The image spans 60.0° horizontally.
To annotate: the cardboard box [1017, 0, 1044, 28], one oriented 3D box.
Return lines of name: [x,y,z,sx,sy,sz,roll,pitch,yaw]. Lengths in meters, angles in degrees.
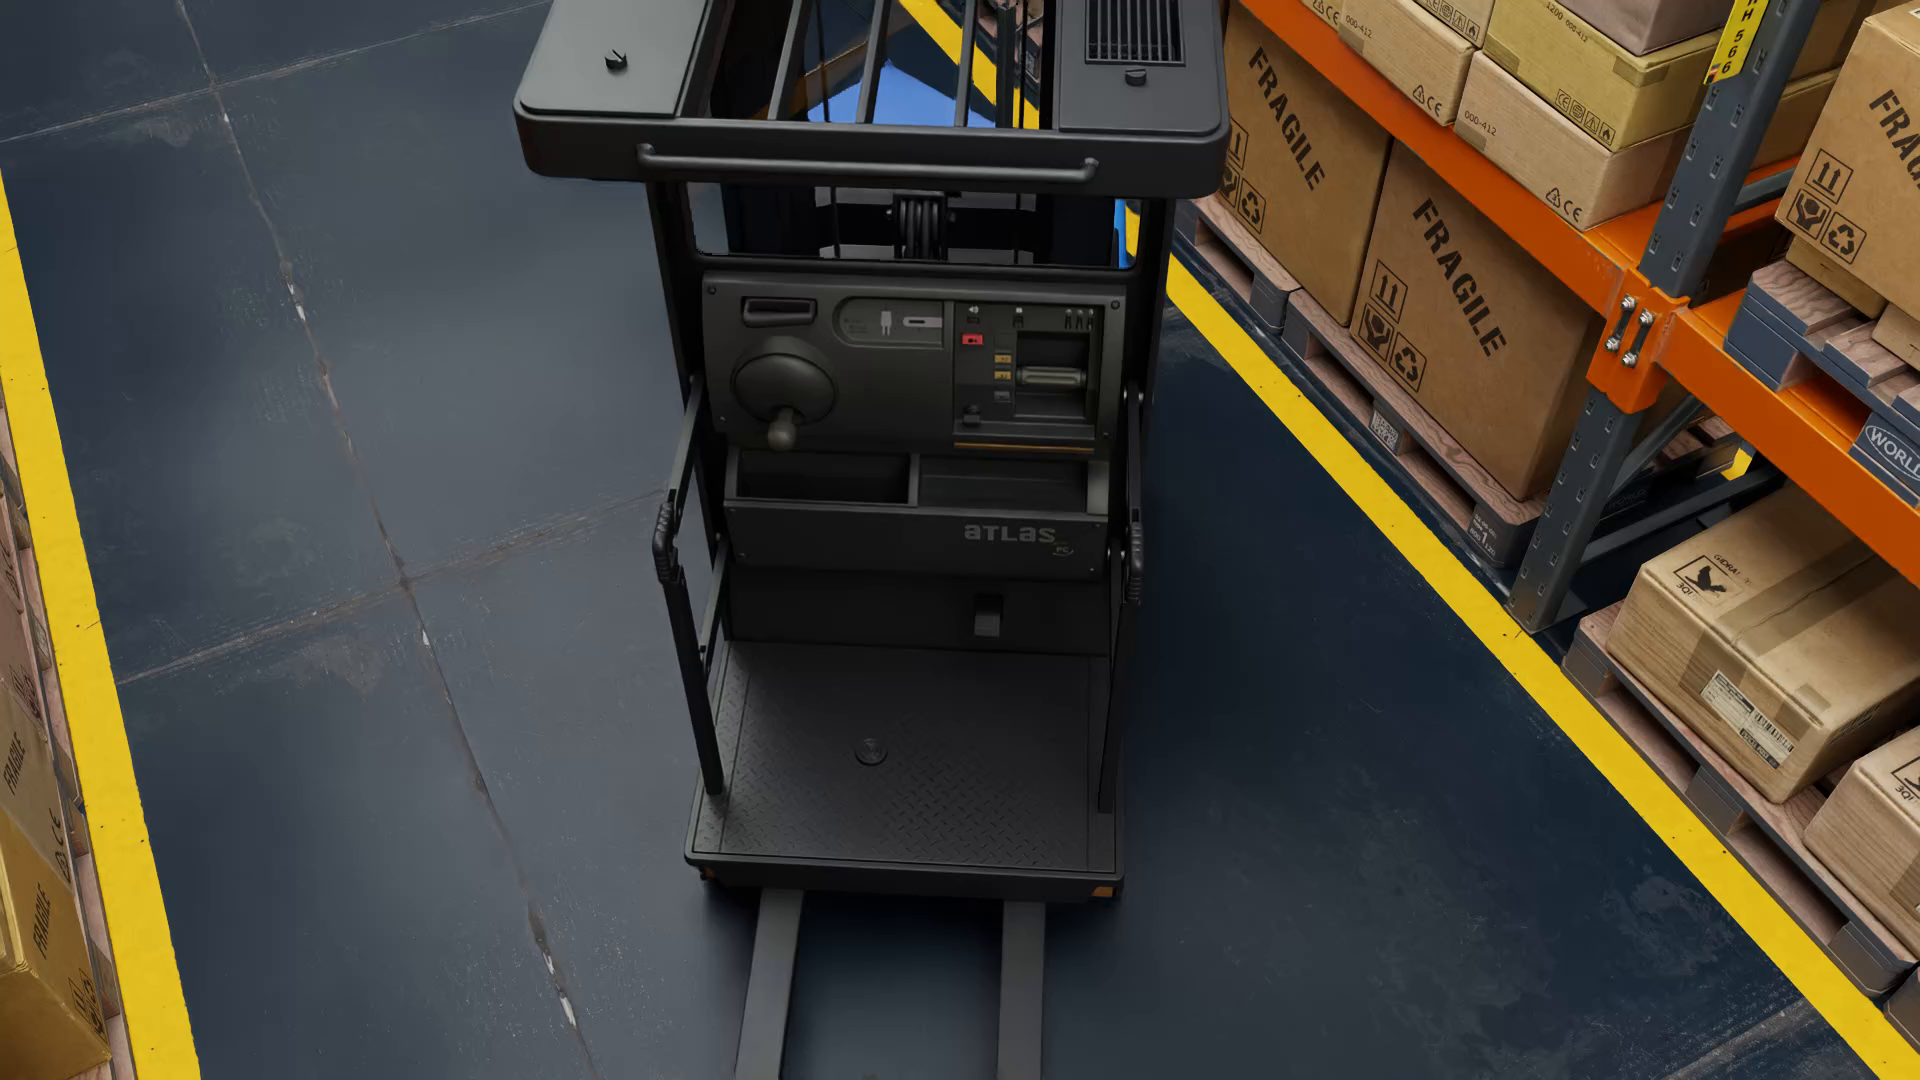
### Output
cardboard box: [0.651,-2.638,6.697,0.875,0.875,0.875,-20,52,-16]

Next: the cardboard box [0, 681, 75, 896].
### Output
cardboard box: [-2.559,0.652,4.069,0.500,0.500,0.500,-21,52,-17]

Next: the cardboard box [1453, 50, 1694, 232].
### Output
cardboard box: [1.664,-1.109,4.327,0.500,0.250,0.500,-23,53,-19]

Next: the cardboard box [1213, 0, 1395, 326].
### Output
cardboard box: [1.480,-1.437,5.647,0.875,0.875,0.875,-21,52,-17]

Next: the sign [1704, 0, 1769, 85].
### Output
sign: [1.634,-1.097,3.447,0.100,0.325,0.005,-21,52,-18]

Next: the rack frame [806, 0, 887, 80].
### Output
rack frame: [-0.443,-1.626,5.676,0.032,1.500,0.500,36,58,27]

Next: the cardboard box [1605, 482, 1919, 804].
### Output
cardboard box: [2.376,0.199,4.550,0.950,0.372,0.625,-24,53,-20]

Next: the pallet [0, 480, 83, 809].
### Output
pallet: [-3.140,0.443,4.723,1.003,0.211,1.213,-21,52,-18]

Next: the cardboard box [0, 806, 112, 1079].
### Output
cardboard box: [-2.326,0.987,3.776,0.500,0.500,0.500,-23,53,-19]

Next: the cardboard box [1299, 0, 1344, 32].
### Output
cardboard box: [1.200,-1.788,4.921,0.500,0.250,0.500,-22,52,-18]

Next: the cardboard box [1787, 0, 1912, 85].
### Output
cardboard box: [2.114,-1.449,4.292,0.500,0.250,0.500,-22,52,-18]

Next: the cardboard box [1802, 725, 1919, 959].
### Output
cardboard box: [2.721,0.690,4.120,0.950,0.372,0.625,-22,52,-18]

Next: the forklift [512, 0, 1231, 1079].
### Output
forklift: [-0.115,-0.281,3.549,1.130,2.935,3.031,2,49,2]

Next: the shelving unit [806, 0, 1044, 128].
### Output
shelving unit: [-0.078,-1.359,5.443,1.048,1.500,0.538,36,58,27]

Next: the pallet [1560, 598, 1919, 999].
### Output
pallet: [2.482,0.532,4.644,1.003,0.211,1.213,-21,52,-18]

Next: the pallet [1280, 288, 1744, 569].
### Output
pallet: [1.832,-0.545,5.586,1.003,0.211,1.213,-21,52,-18]

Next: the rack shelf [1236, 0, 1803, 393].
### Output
rack shelf: [1.211,-2.011,5.494,1.077,0.370,4.000,-21,52,-18]

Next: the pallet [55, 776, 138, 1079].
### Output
pallet: [-2.585,1.258,4.009,1.003,0.211,1.213,-21,52,-18]

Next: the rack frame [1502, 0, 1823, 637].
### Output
rack frame: [2.126,-0.909,4.052,1.000,3.000,0.127,-21,52,-18]

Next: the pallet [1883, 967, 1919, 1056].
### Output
pallet: [3.037,1.348,3.931,1.003,0.211,1.213,-21,52,-18]

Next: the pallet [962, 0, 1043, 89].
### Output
pallet: [0.716,-2.178,7.014,1.003,0.211,1.213,-21,52,-18]

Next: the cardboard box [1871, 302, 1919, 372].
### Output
cardboard box: [2.209,-0.482,3.567,0.380,0.149,0.250,-24,53,-20]

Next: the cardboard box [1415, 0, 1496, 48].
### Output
cardboard box: [1.441,-1.603,4.427,0.500,0.250,0.500,-22,53,-18]

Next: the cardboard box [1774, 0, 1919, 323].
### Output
cardboard box: [2.126,-0.797,3.412,0.500,0.500,0.500,-23,53,-19]

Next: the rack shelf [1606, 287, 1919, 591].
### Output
rack shelf: [3.041,0.666,3.152,1.077,0.370,4.000,-21,52,-18]

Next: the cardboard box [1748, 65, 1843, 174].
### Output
cardboard box: [2.126,-1.274,4.471,0.500,0.250,0.500,-22,52,-18]

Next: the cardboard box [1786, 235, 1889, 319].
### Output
cardboard box: [2.110,-0.683,3.743,0.380,0.149,0.250,-24,53,-20]

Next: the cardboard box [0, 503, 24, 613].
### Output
cardboard box: [-3.031,-0.032,4.667,0.500,0.500,0.500,-22,52,-18]

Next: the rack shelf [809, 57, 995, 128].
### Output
rack shelf: [-0.078,-1.241,5.578,1.000,0.185,0.538,36,58,27]

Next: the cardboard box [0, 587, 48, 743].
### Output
cardboard box: [-2.798,0.310,4.368,0.500,0.500,0.500,-22,53,-18]

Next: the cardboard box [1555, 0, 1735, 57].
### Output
cardboard box: [1.657,-1.527,3.862,0.500,0.500,0.500,-22,53,-18]

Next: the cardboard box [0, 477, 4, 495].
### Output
cardboard box: [-3.262,-0.377,4.969,0.500,0.500,0.500,-22,52,-18]

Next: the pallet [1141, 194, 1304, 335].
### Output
pallet: [1.278,-1.360,6.299,1.003,0.211,1.213,-21,52,-18]

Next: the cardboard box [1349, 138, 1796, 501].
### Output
cardboard box: [1.884,-0.839,5.123,0.875,0.875,0.875,-22,52,-18]

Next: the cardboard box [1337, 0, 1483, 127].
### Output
cardboard box: [1.416,-1.445,4.621,0.500,0.250,0.500,-20,52,-17]

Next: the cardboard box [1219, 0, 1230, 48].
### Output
cardboard box: [1.071,-2.036,6.170,0.875,0.875,0.875,-20,52,-16]

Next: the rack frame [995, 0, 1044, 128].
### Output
rack frame: [0.287,-1.093,5.209,0.032,1.500,0.500,36,58,27]

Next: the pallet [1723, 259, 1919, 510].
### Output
pallet: [2.547,-0.406,3.739,1.213,0.211,1.003,-21,52,-18]

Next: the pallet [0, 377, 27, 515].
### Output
pallet: [-3.702,-0.375,5.438,1.003,0.211,1.213,-21,52,-18]

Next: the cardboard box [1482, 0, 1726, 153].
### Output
cardboard box: [1.679,-1.261,4.128,0.500,0.250,0.500,-21,52,-18]

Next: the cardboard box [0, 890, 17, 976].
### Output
cardboard box: [-2.329,0.756,3.479,0.500,0.250,0.500,-23,53,-19]
